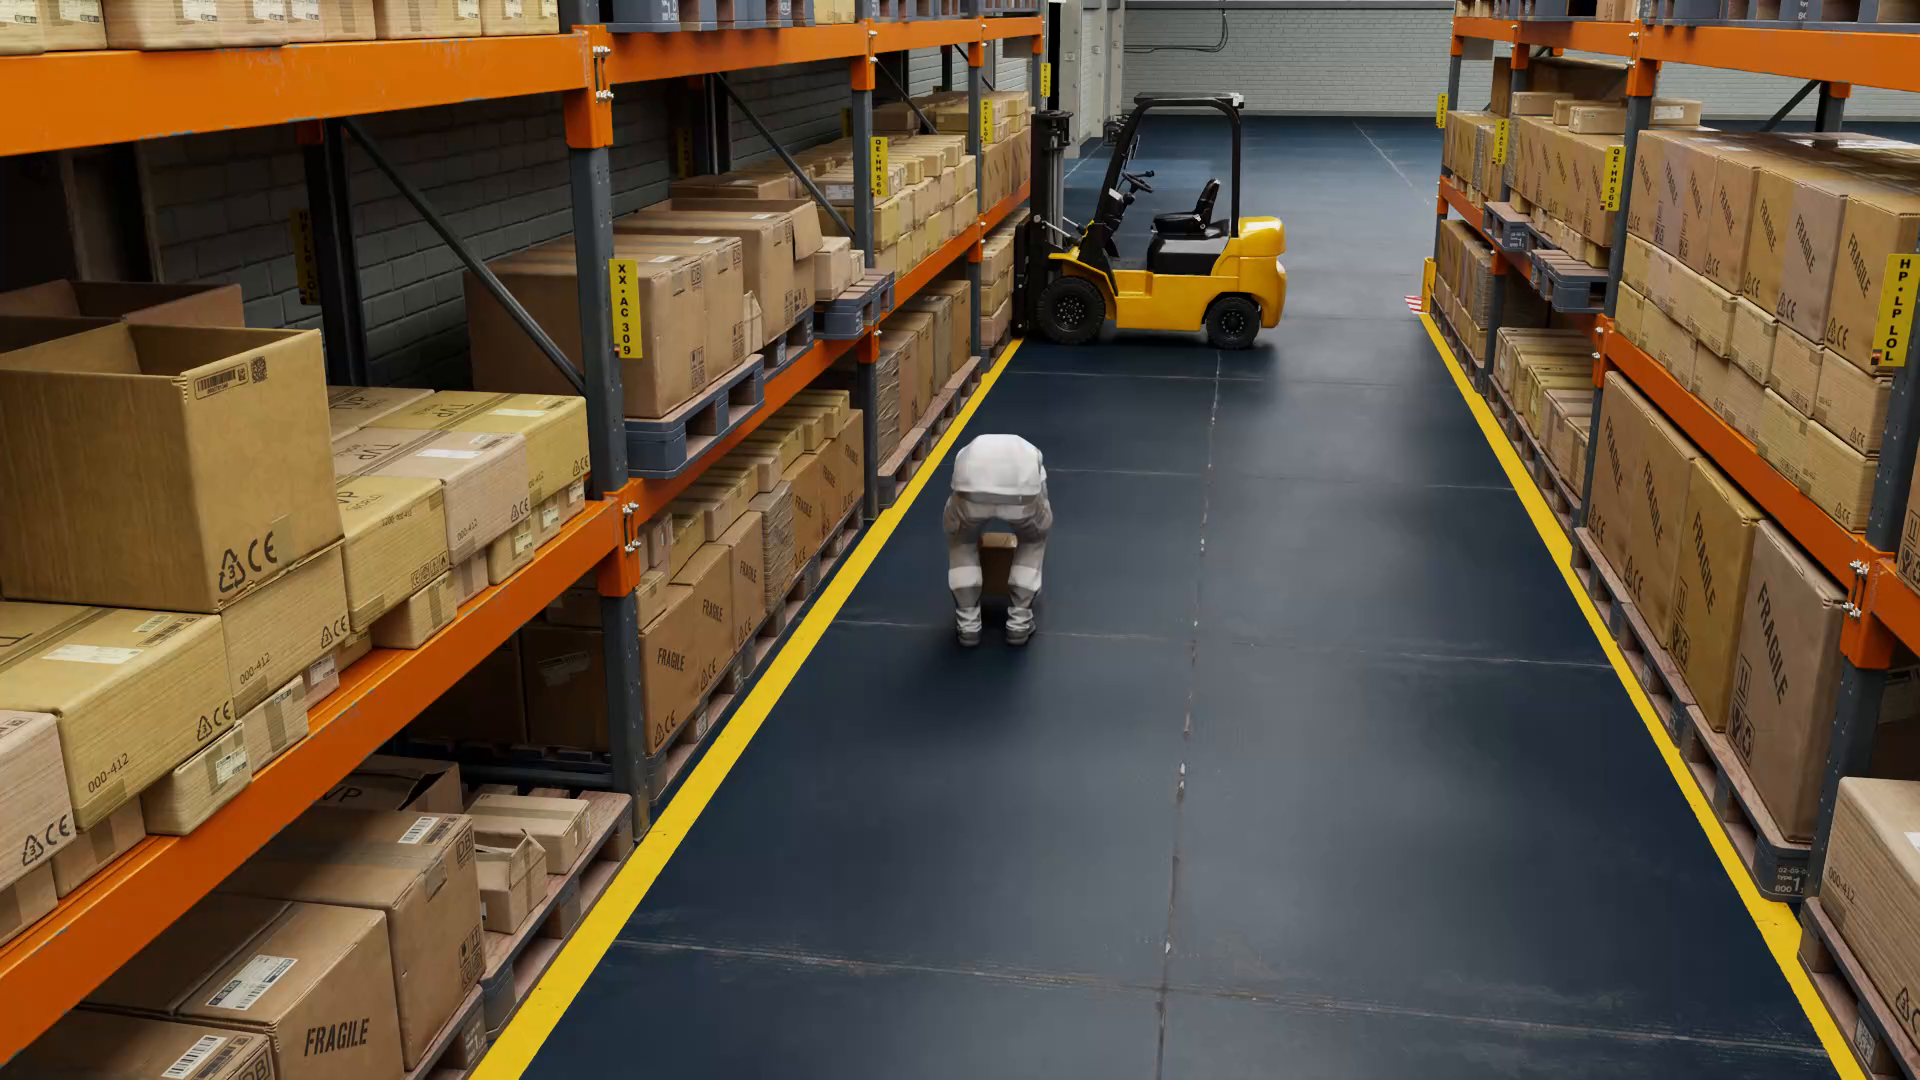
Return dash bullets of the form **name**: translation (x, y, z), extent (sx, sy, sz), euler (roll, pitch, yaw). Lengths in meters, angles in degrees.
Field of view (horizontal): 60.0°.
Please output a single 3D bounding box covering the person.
- **person**: translation (0.185, -0.063, 7.980), extent (0.522, 1.010, 0.952), euler (2, 18, 5)
